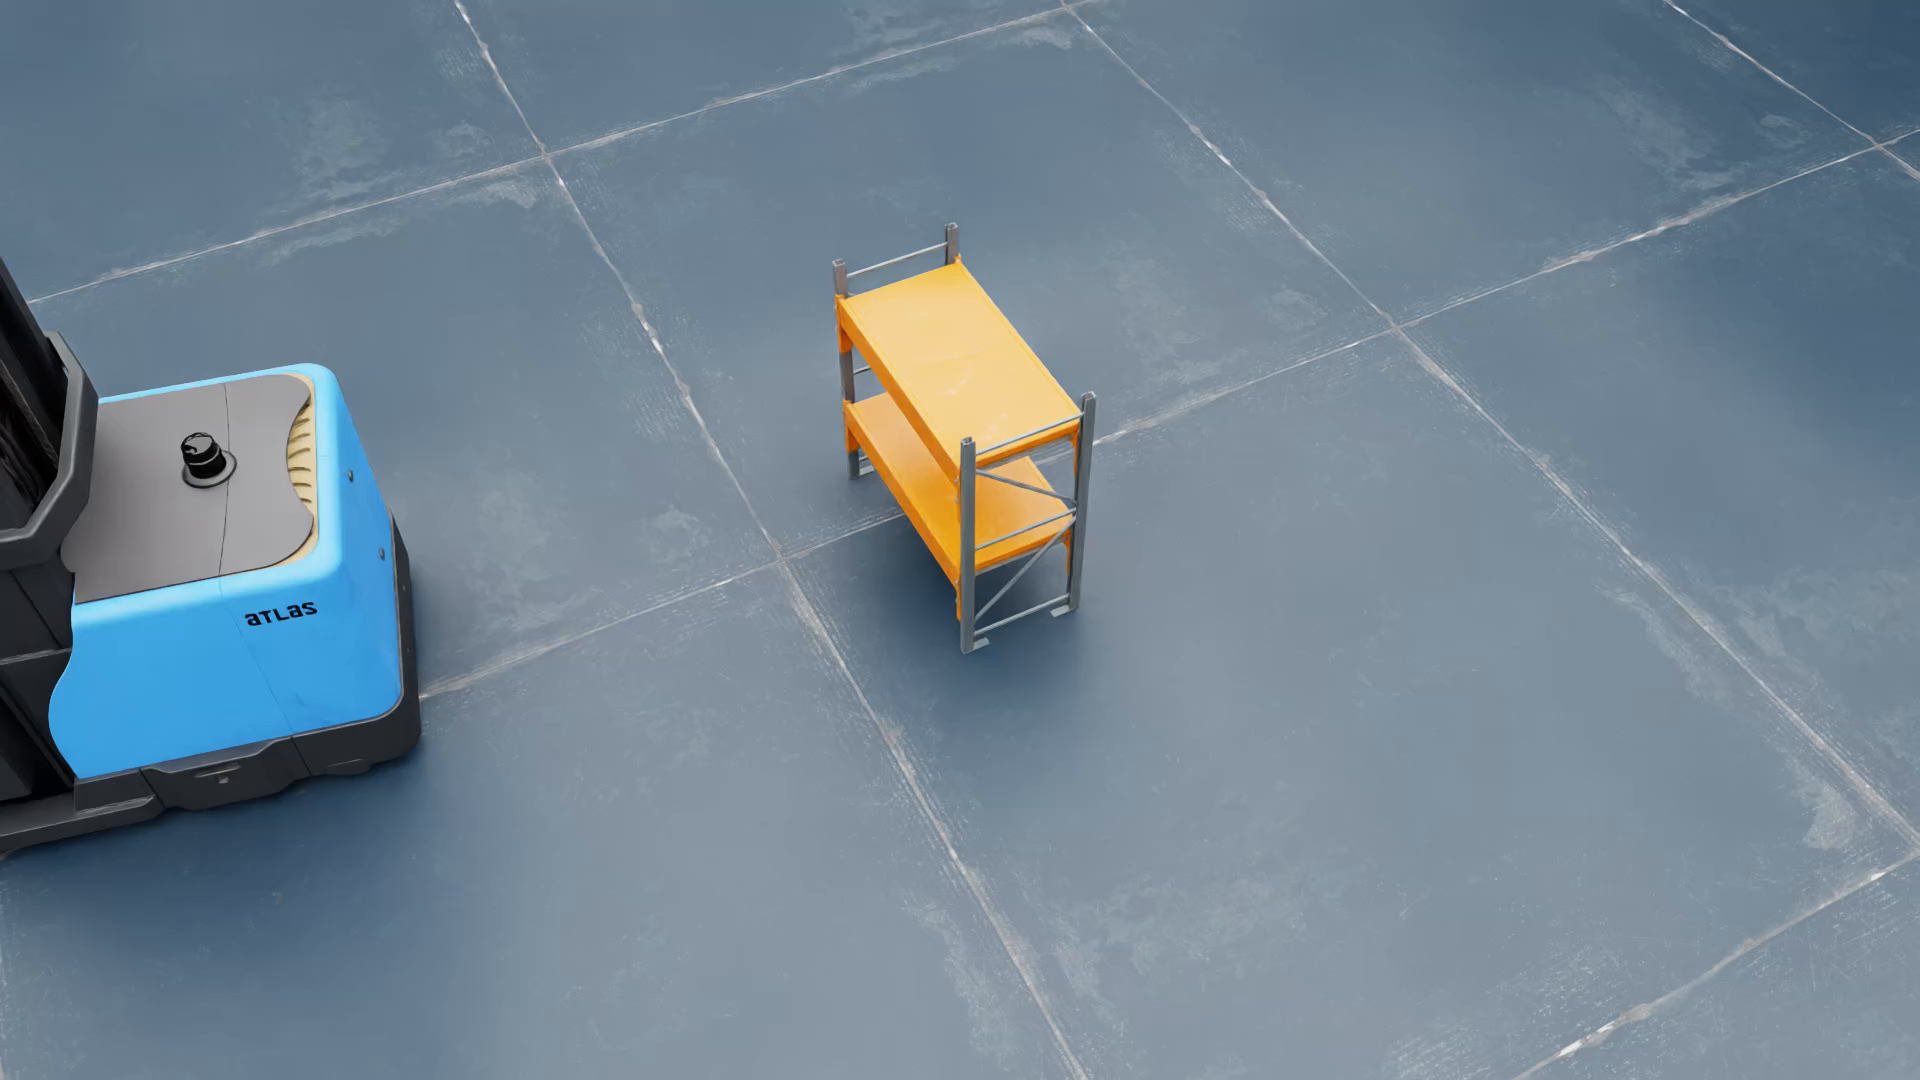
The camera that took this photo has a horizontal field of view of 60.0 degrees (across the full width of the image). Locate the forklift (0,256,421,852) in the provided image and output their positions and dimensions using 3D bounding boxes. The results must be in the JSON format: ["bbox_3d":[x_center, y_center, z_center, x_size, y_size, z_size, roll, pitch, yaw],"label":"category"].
[{"bbox_3d":[-3.502,-0.245,4.910,3.031,2.935,1.130,-12,50,-10],"label":"forklift"}]

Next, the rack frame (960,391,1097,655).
[{"bbox_3d":[0.230,-0.035,5.926,0.500,1.125,0.032,-21,52,-18],"label":"rack frame"}]

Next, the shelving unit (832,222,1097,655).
[{"bbox_3d":[-0.003,-0.375,6.223,0.538,1.125,1.048,-21,52,-18],"label":"shelving unit"}]

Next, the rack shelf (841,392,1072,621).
[{"bbox_3d":[-0.003,-0.214,6.407,0.538,0.278,1.000,-21,52,-18],"label":"rack shelf"}]

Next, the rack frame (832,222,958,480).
[{"bbox_3d":[-0.236,-0.715,6.521,0.500,1.125,0.032,-21,52,-18],"label":"rack frame"}]

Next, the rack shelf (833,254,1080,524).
[{"bbox_3d":[-0.003,-0.568,6.003,0.538,0.278,1.000,-21,52,-18],"label":"rack shelf"}]
